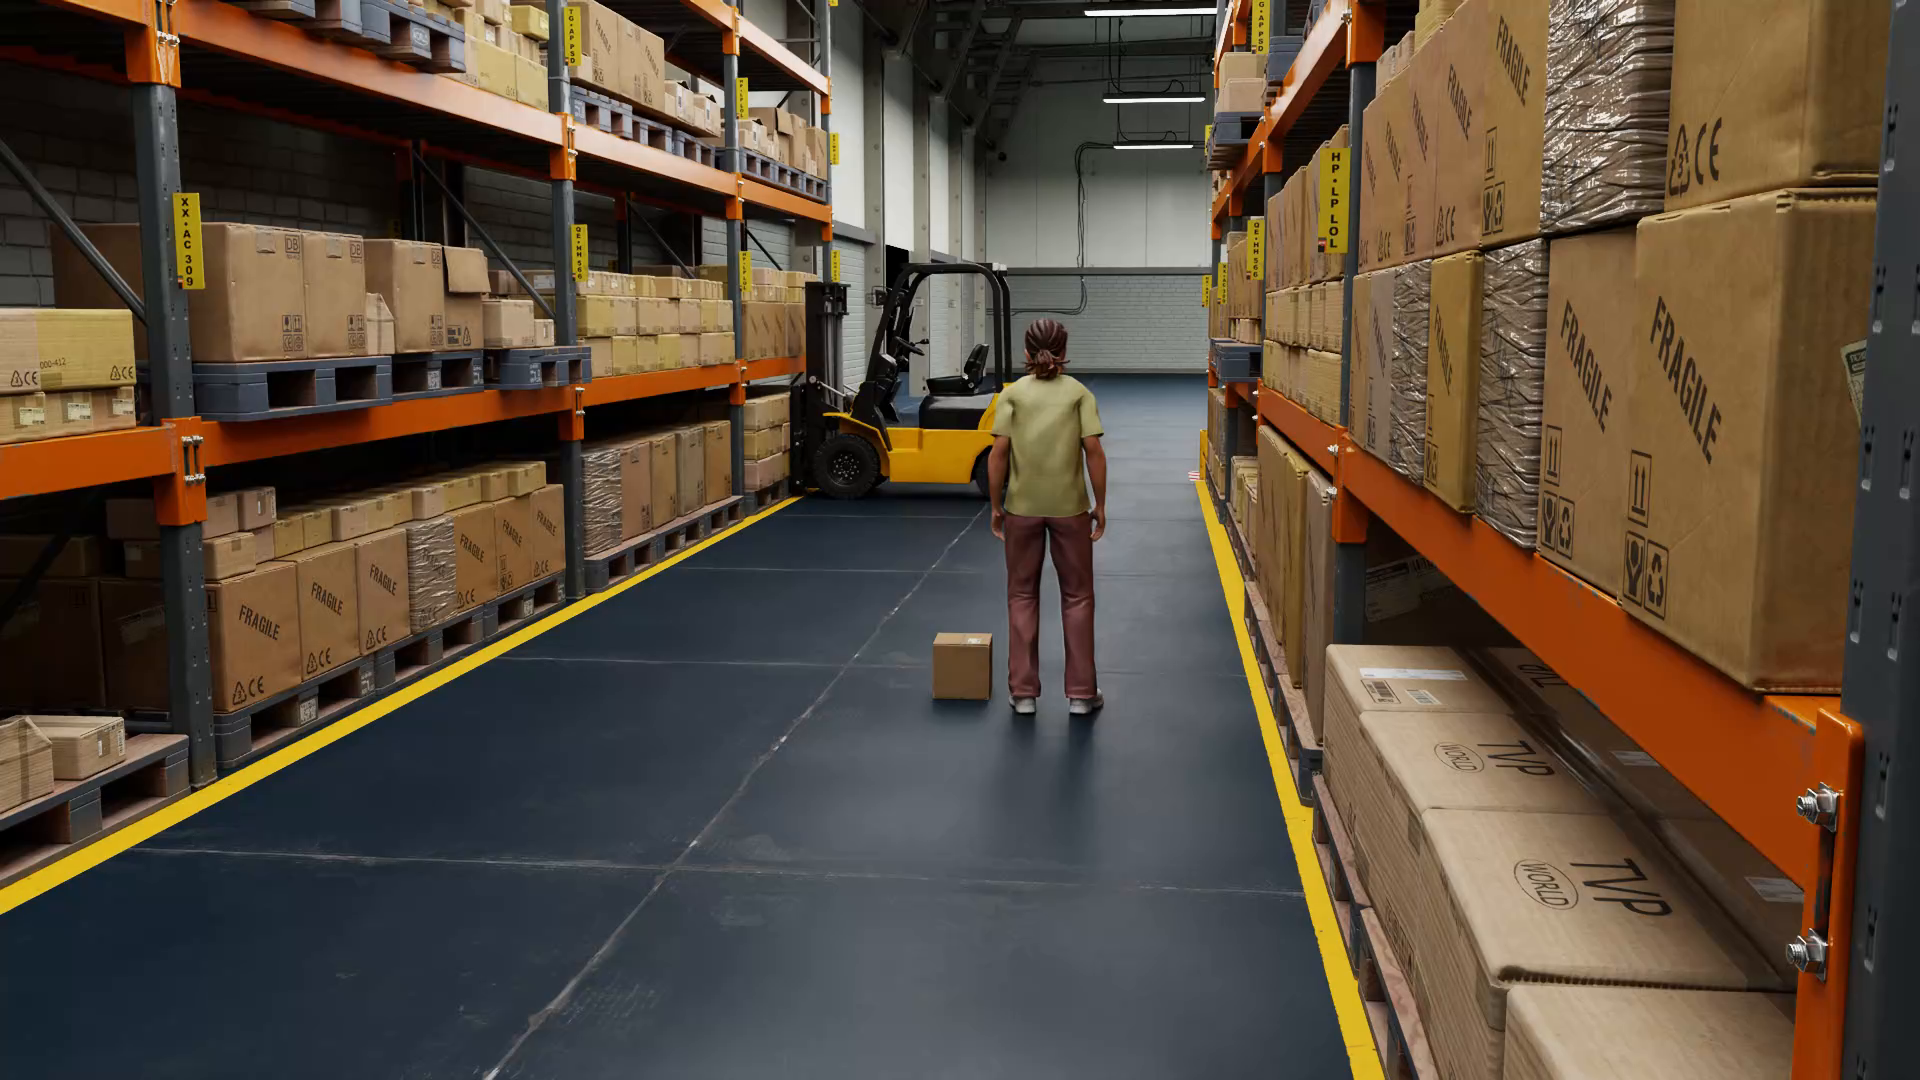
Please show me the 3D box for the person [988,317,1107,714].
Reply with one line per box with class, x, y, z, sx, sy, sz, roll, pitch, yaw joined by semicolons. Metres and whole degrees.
person;0.372;-0.102;7.058;0.499;1.673;0.354;1;8;6
